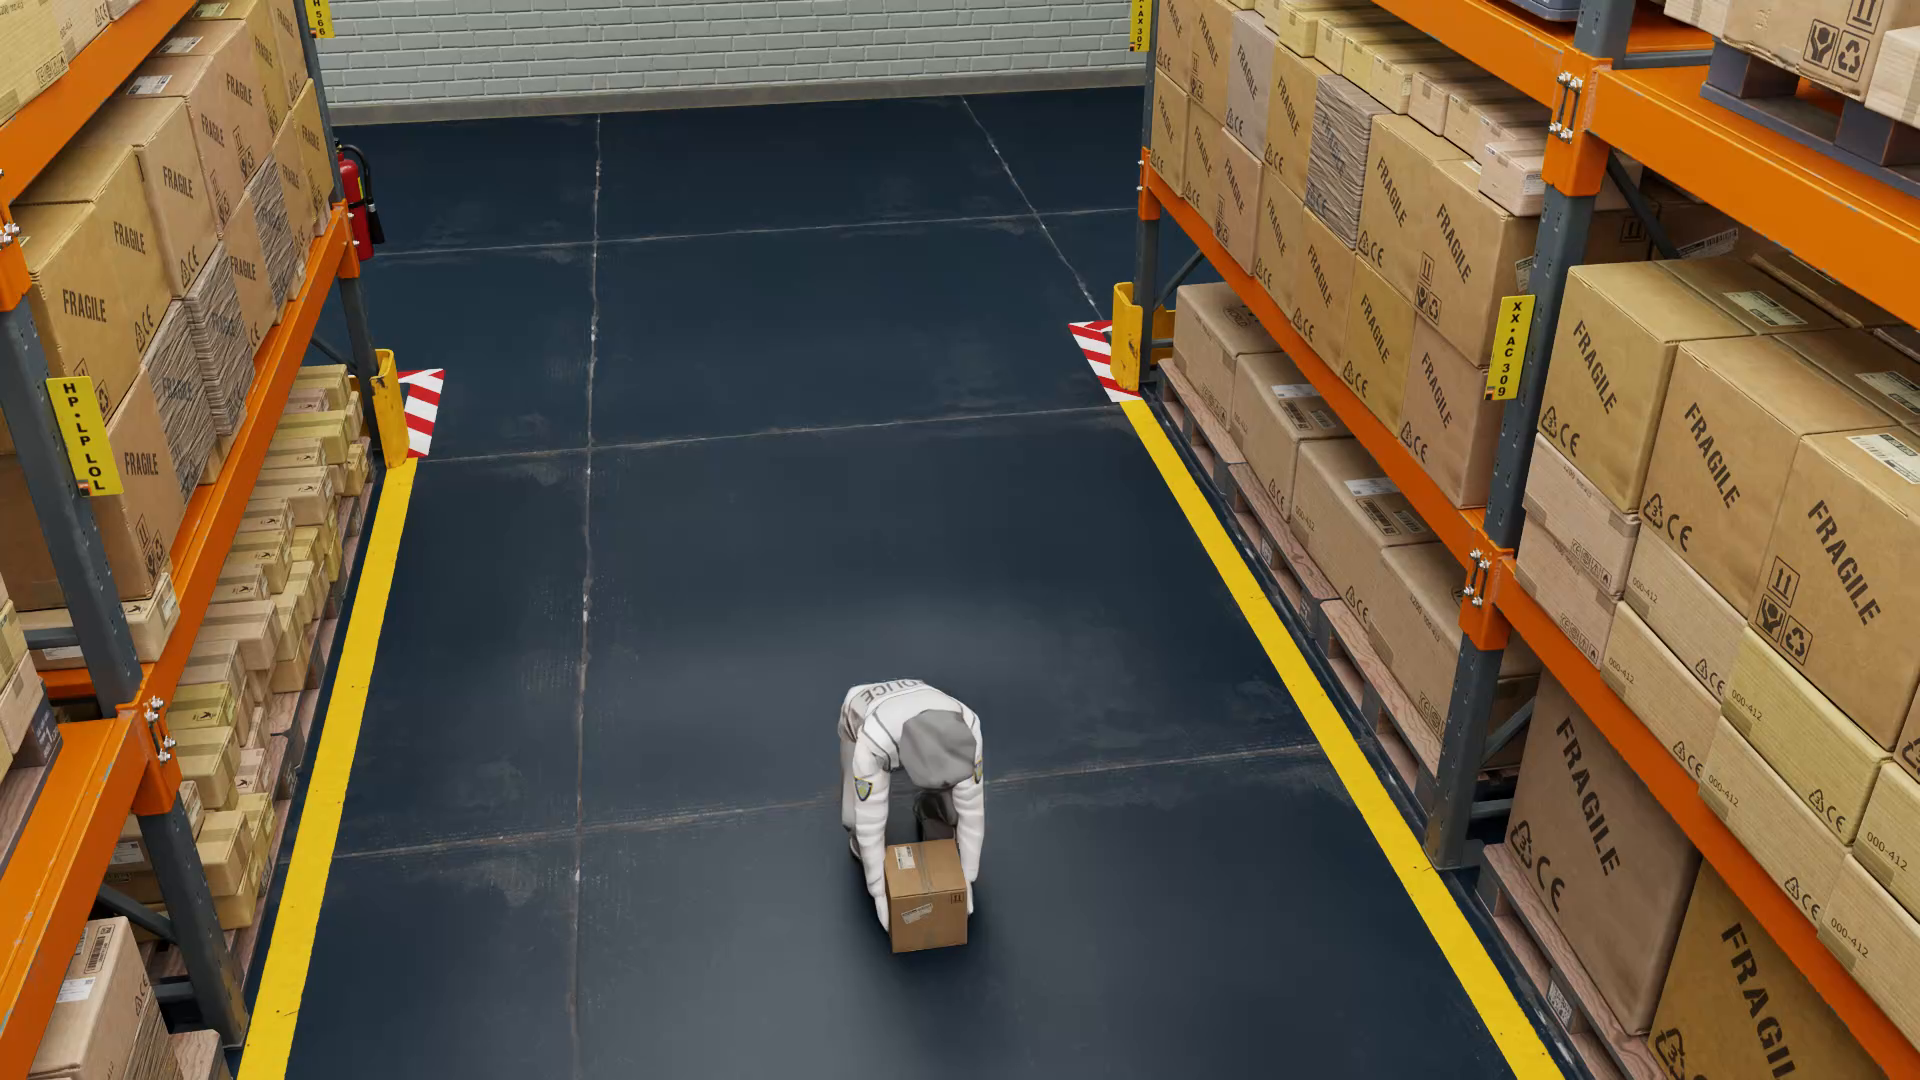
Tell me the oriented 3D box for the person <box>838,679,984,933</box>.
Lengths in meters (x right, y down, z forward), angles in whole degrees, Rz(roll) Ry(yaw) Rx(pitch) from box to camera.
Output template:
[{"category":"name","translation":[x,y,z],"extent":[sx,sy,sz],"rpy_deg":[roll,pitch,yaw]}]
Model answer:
[{"category":"person","translation":[-0.176,0.779,5.638],"extent":[0.481,0.853,0.858],"rpy_deg":[-5,31,-9]}]
